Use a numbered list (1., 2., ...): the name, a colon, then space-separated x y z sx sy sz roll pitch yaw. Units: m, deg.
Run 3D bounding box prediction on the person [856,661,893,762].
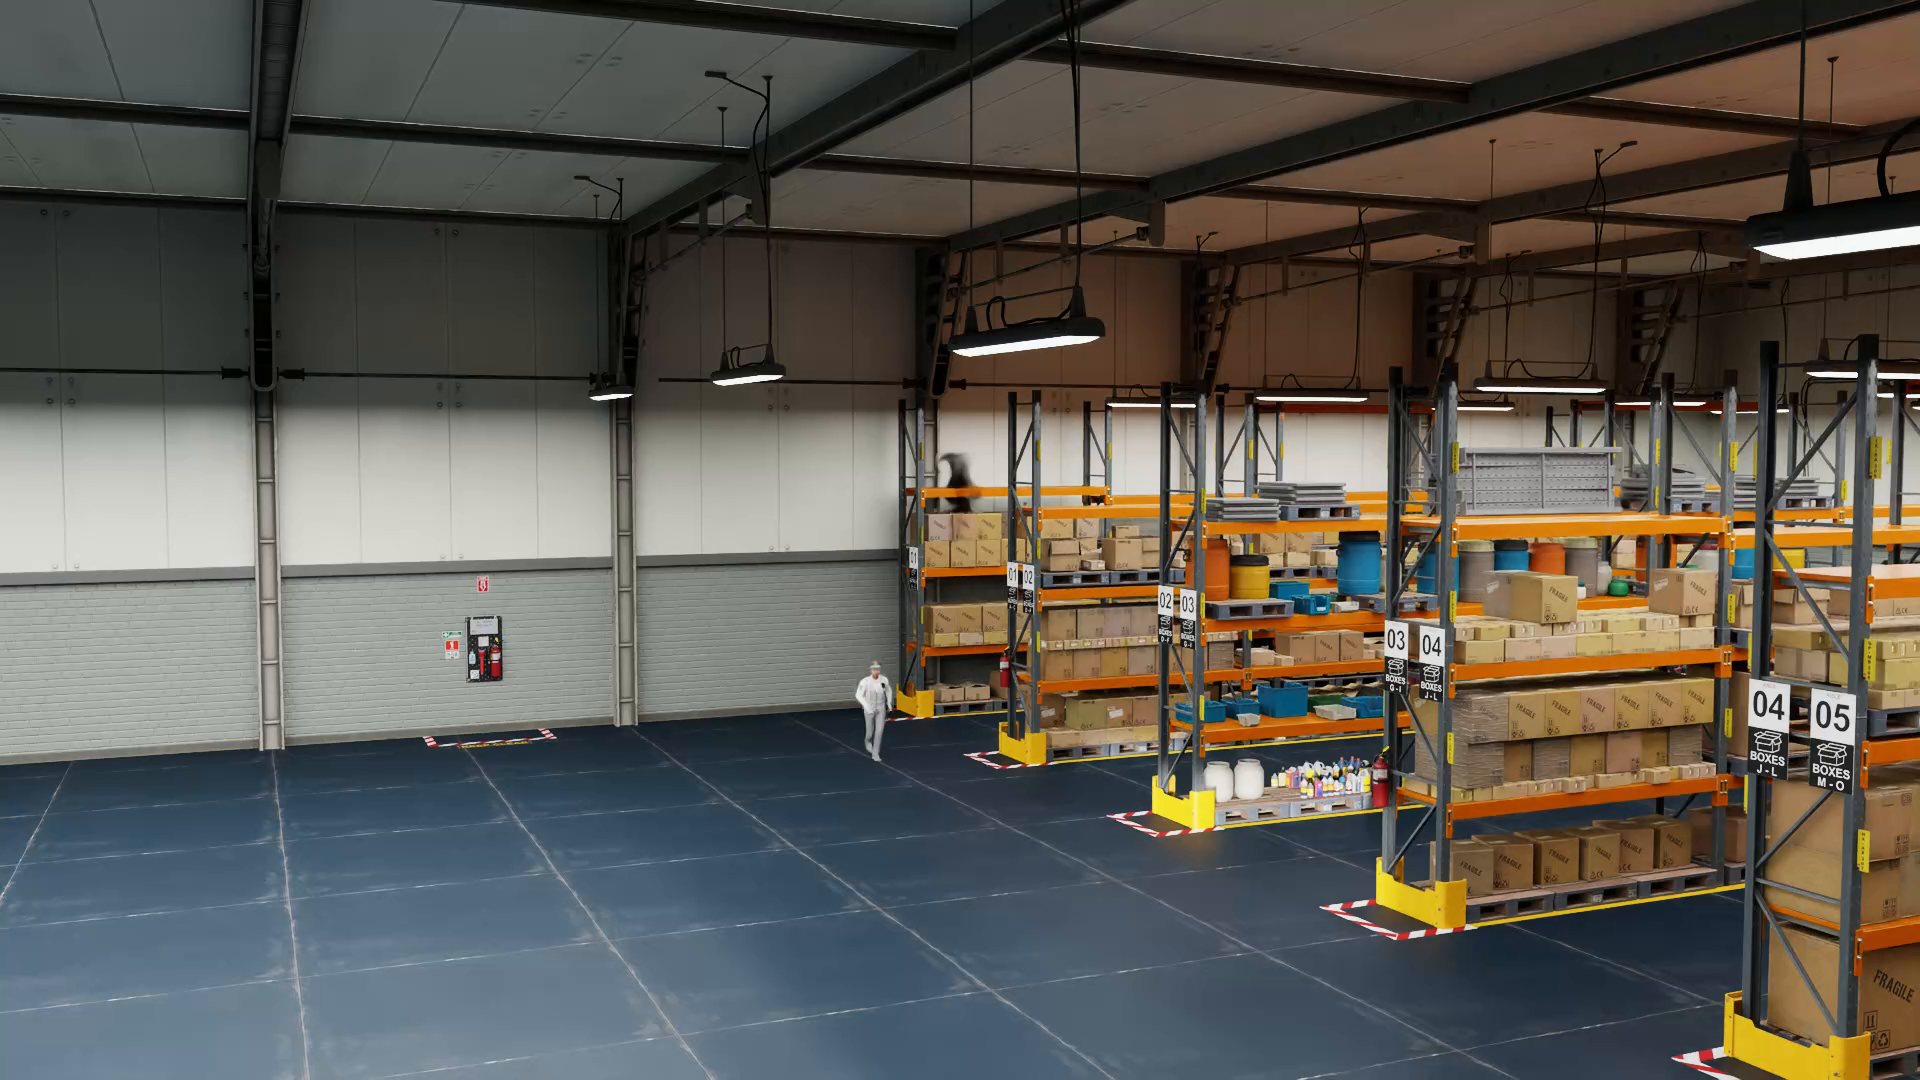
1. person: -1.407 2.760 27.173 0.618 1.645 0.721 -1 3 -11
